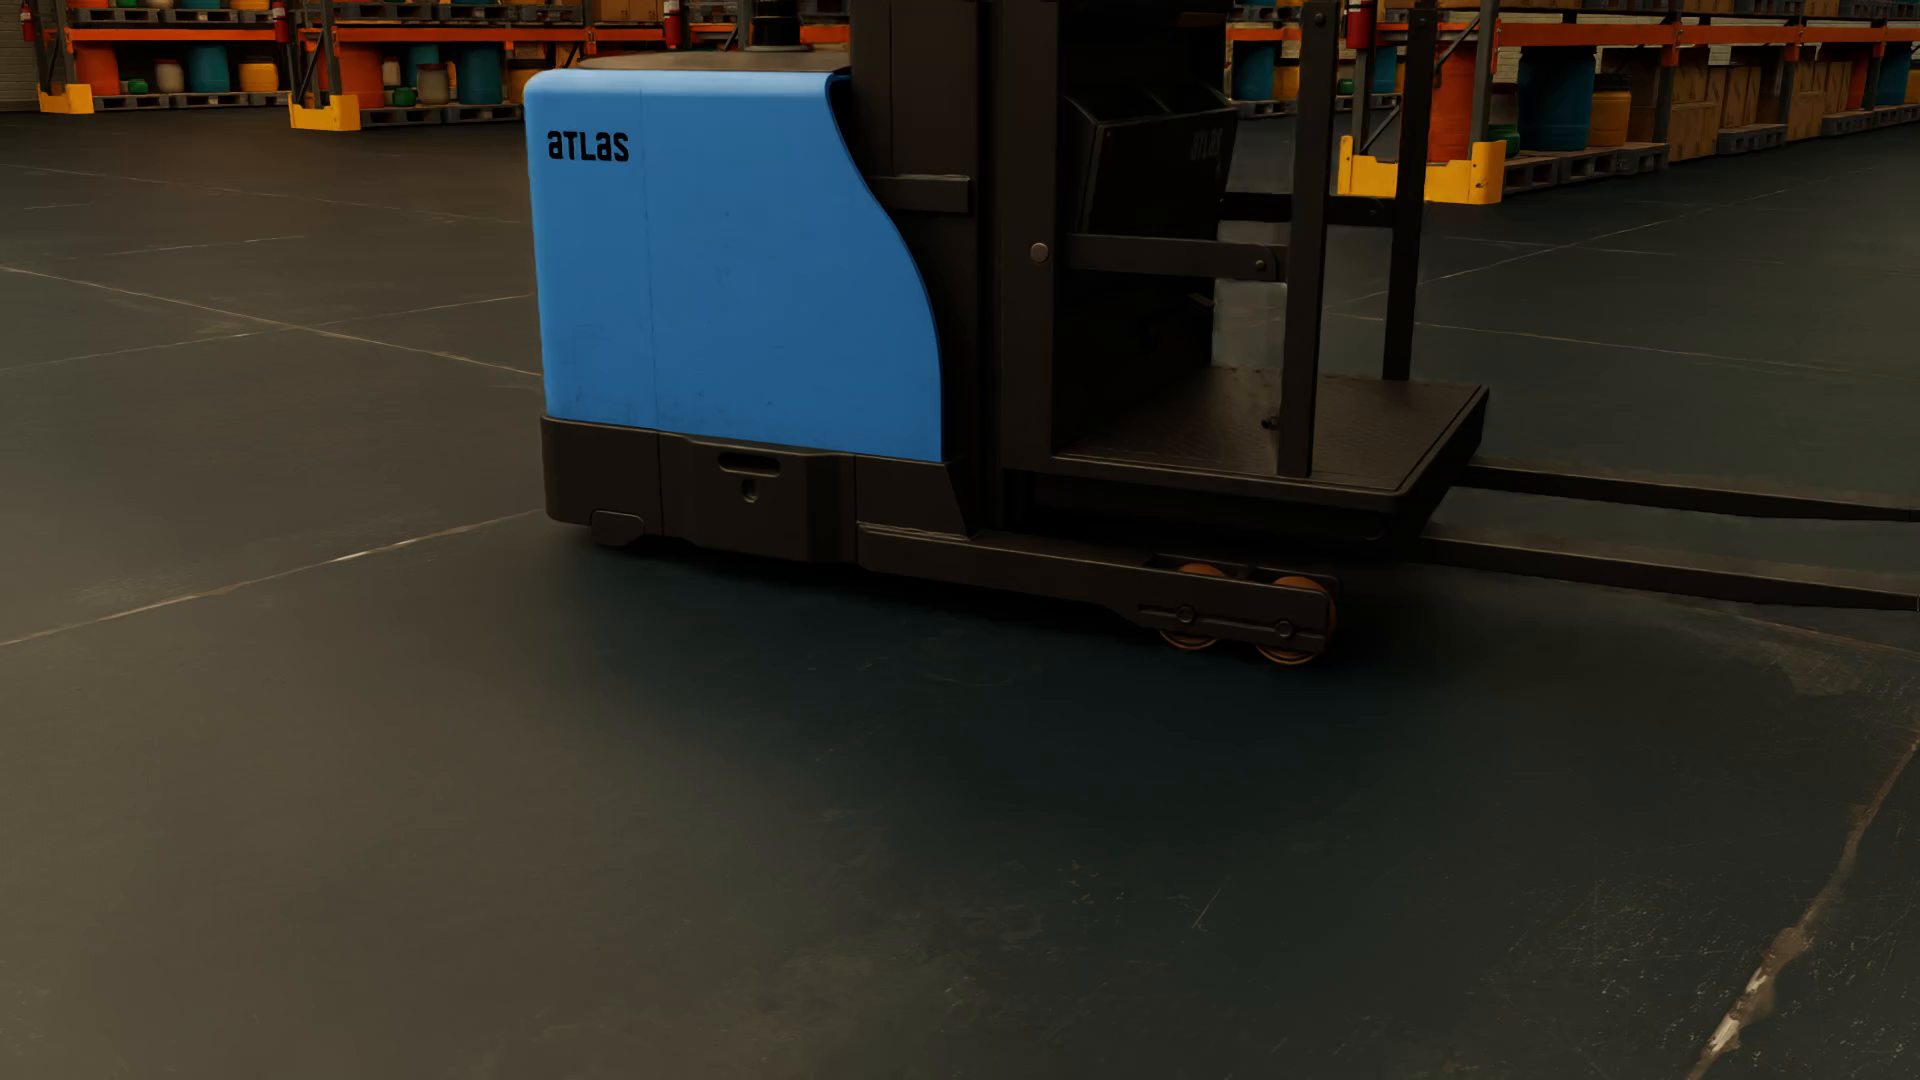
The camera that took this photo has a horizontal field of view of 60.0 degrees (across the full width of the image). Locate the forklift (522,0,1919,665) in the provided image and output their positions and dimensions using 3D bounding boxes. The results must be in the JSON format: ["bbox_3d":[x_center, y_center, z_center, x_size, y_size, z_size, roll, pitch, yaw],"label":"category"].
[{"bbox_3d":[0.588,-1.340,3.311,3.031,2.935,1.130,8,18,24],"label":"forklift"}]
